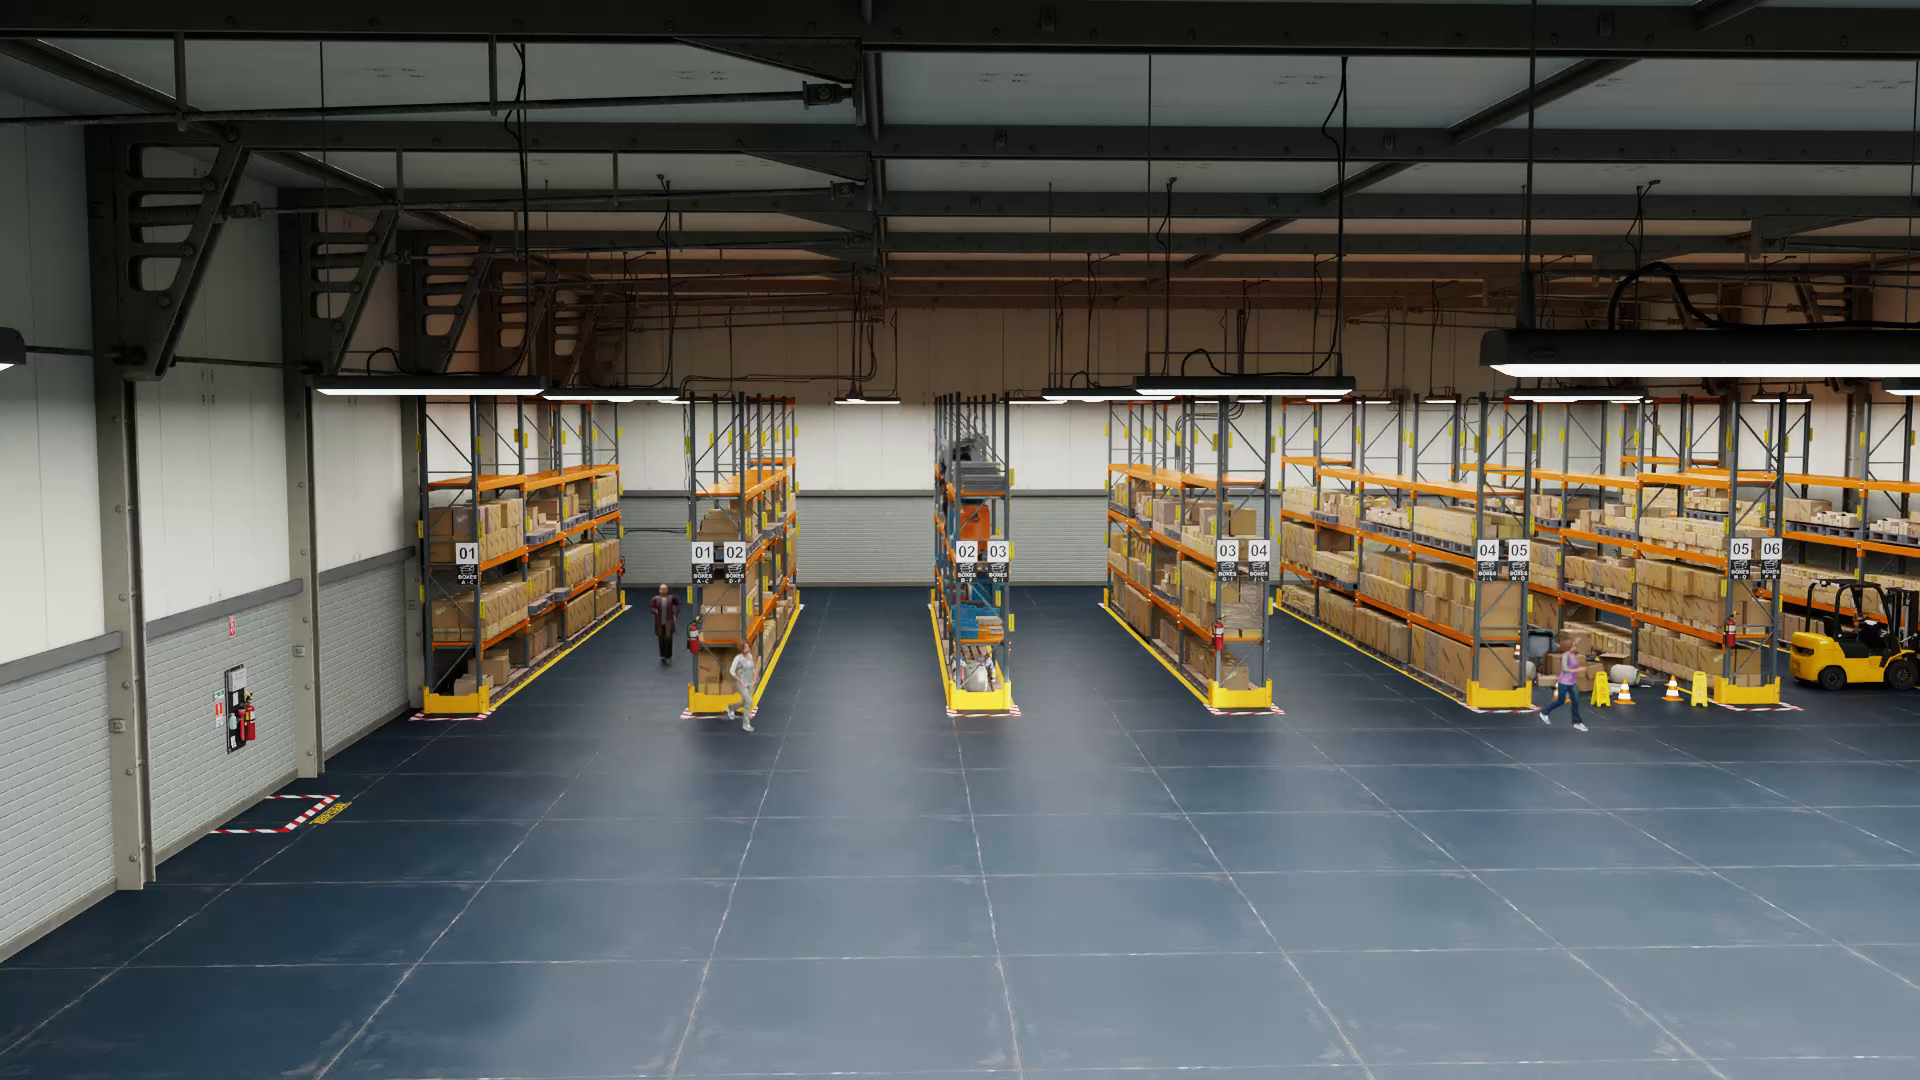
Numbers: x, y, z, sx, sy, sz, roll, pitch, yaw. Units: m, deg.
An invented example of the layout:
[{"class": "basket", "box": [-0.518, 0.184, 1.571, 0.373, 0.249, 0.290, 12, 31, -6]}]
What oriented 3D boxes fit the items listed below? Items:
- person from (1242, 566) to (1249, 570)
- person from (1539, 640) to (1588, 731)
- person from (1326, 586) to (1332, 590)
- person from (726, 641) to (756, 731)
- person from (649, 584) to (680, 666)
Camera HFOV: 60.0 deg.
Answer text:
[{"class": "person", "box": [8.032, 1.178, 46.347, 0.679, 1.717, 0.650, 1, 5, 8]}, {"class": "person", "box": [10.704, 2.543, 29.409, 0.533, 1.595, 0.887, -5, 6, -45]}, {"class": "person", "box": [11.056, 0.926, 49.084, 0.866, 1.740, 0.718, 0, 5, -5]}, {"class": "person", "box": [-3.906, 2.578, 29.548, 0.687, 1.591, 0.531, 3, 6, 36]}, {"class": "person", "box": [-6.572, 1.886, 36.969, 0.654, 1.823, 0.853, 0, 5, -5]}]
